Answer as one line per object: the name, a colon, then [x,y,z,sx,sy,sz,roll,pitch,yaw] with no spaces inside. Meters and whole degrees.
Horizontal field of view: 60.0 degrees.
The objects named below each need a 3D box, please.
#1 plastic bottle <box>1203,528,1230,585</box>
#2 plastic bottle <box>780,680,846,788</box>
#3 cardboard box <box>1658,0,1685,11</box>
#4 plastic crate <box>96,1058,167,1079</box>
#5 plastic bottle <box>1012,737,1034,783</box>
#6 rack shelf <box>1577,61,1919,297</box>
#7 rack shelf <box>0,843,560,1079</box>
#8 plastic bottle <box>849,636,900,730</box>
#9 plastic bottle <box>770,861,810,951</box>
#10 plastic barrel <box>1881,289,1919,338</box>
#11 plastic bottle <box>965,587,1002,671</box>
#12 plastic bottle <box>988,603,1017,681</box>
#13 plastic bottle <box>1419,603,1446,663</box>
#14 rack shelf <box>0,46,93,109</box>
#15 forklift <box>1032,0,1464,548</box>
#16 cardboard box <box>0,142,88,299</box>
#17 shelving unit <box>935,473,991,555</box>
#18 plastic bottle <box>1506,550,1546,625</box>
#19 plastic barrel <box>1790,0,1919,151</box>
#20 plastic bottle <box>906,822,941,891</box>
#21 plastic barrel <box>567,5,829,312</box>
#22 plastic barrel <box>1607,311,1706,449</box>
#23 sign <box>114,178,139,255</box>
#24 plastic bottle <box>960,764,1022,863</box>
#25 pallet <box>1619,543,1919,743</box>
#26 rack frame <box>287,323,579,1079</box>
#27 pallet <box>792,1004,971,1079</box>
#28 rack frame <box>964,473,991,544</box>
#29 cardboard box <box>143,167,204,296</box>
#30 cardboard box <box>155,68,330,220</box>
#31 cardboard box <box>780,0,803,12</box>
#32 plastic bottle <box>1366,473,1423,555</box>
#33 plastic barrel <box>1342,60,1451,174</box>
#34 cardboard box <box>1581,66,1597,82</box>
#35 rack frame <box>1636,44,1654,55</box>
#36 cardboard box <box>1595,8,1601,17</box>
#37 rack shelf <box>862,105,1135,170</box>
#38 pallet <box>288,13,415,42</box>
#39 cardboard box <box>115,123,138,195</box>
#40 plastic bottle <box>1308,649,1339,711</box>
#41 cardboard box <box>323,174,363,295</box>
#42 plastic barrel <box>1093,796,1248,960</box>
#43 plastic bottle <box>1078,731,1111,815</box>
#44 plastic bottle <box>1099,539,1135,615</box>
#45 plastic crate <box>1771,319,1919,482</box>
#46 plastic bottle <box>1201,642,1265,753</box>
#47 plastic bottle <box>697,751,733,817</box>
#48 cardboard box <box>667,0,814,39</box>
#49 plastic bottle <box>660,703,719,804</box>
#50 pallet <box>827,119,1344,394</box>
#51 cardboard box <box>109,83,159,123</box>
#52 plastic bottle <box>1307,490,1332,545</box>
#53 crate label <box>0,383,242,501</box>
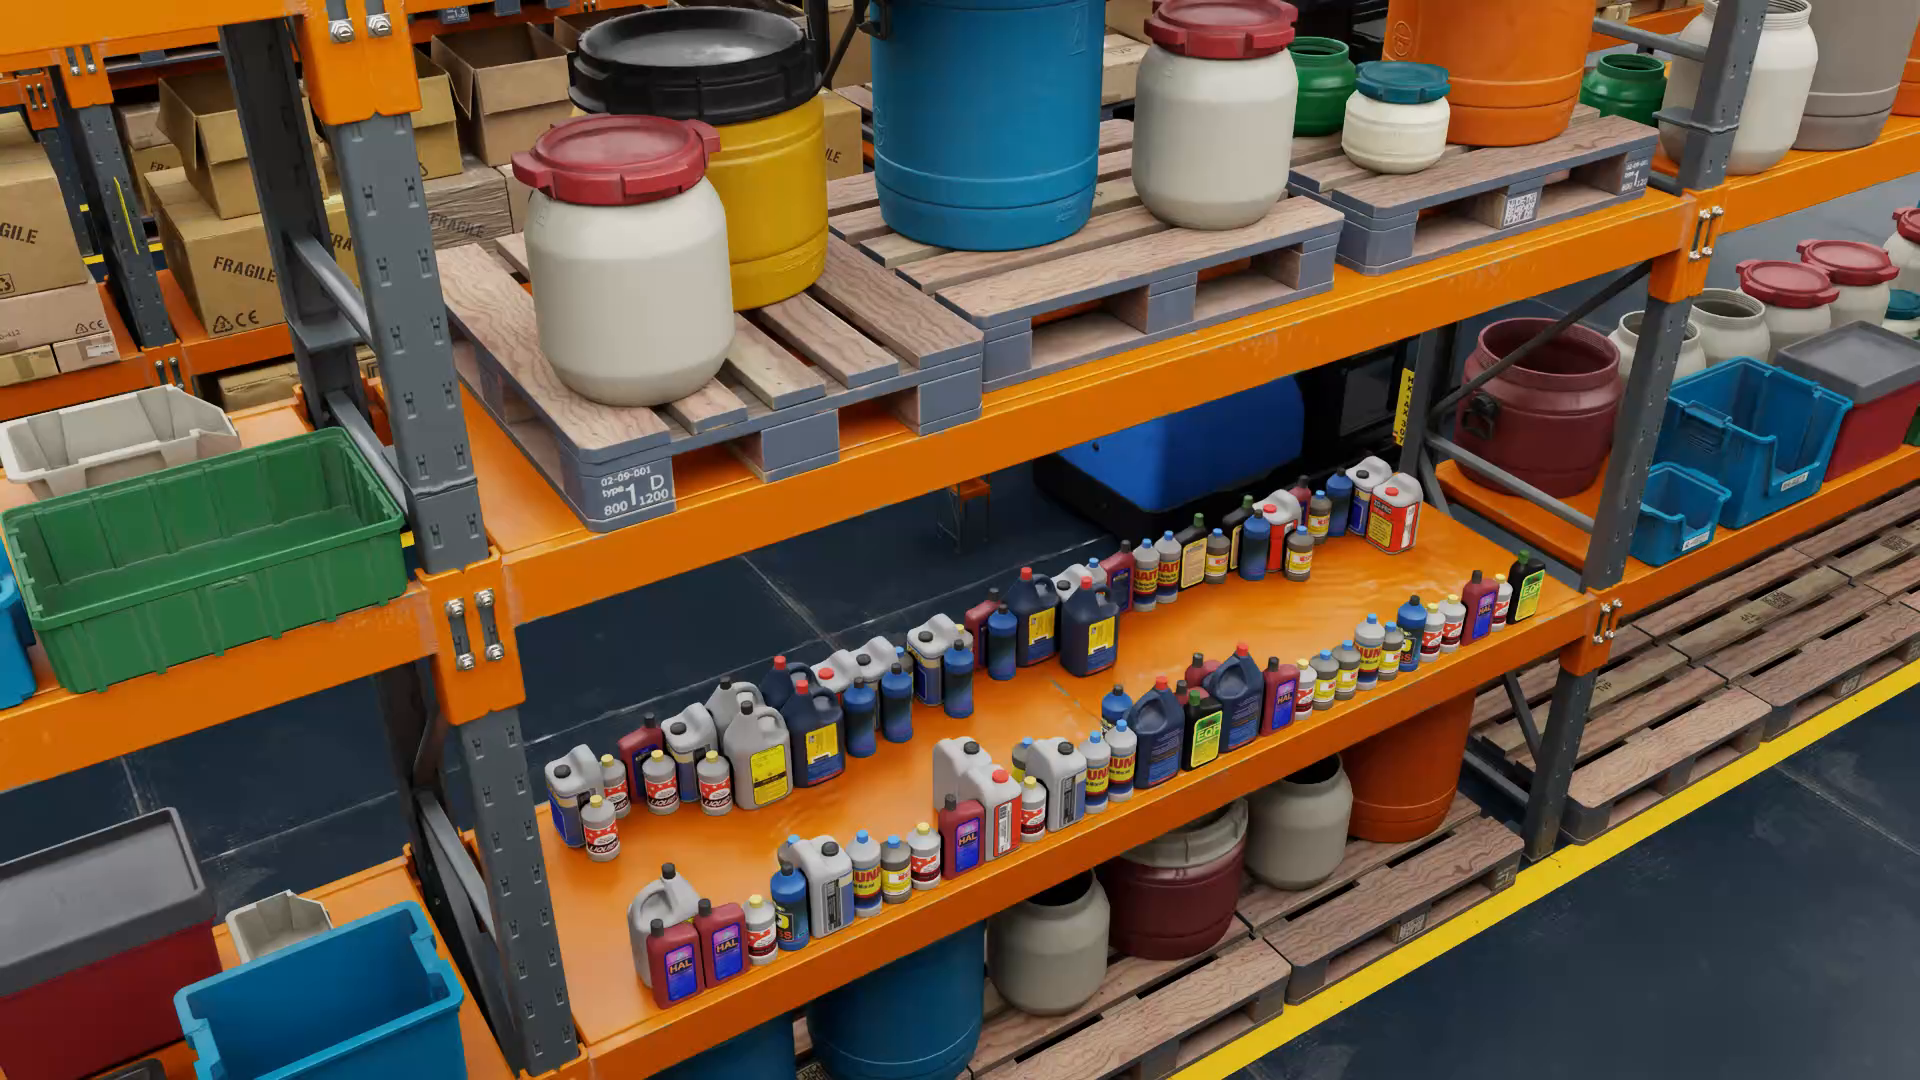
plastic bottle: [0.928,0.052,6.043,0.097,0.201,0.097,0,32,0]
plastic bottle: [-0.453,0.570,5.081,0.185,0.351,0.144,-19,37,-27]
cardboard box: [5.382,-4.226,12.873,0.250,0.149,0.380,-19,37,-27]
plastic crate: [-2.077,1.485,3.785,0.590,0.125,0.437,-19,37,-27]
plastic bottle: [0.204,0.686,5.037,0.097,0.201,0.097,0,32,0]
rack shelf: [3.761,-1.748,6.573,4.000,0.370,1.077,-19,37,-27]
rack shelf: [-2.963,1.833,3.707,4.000,0.370,1.077,-19,37,-27]
plastic bottle: [-0.282,0.454,5.336,0.135,0.276,0.152,-19,37,-27]
plastic bottle: [-0.461,0.982,4.503,0.097,0.271,0.097,0,32,0]
plastic barrel: [4.247,-0.990,7.637,0.301,0.262,0.301,0,32,0]
plastic bottle: [0.083,0.296,5.578,0.133,0.283,0.061,-19,37,-27]
plastic bottle: [0.141,0.331,5.534,0.097,0.271,0.097,0,32,0]
plastic bottle: [1.589,0.306,5.639,0.097,0.201,0.097,0,32,0]
rack shelf: [-5.646,-1.657,6.428,4.000,0.370,1.077,-19,37,-27]
forklift: [1.891,-1.791,8.841,3.031,2.935,1.130,-21,38,-29]
cardboard box: [-4.207,-1.397,7.313,0.500,0.500,0.500,-18,36,-26]
shelving unit: [0.012,-0.512,8.437,0.189,1.200,0.258,-19,37,-27]
plastic bottle: [1.971,0.152,5.807,0.133,0.283,0.061,-19,37,-27]
plastic barrel: [2.888,-1.827,5.553,0.600,0.901,0.600,0,32,0]
plastic bottle: [-0.103,0.888,4.717,0.097,0.201,0.097,0,32,0]
plastic barrel: [-0.625,-0.930,4.032,0.600,0.588,0.600,0,32,0]
plastic barrel: [2.829,-0.646,6.858,0.421,0.512,0.421,0,32,0]
sign: [-3.663,-1.422,7.307,0.005,0.325,0.100,-19,37,-27]
plastic bottle: [0.092,0.772,4.831,0.135,0.276,0.152,-19,37,-27]
pallet: [3.777,0.416,7.892,1.213,0.211,1.003,-19,37,-27]
rack frame: [-1.282,0.950,4.432,0.127,3.000,1.000,-19,37,-27]
pallet: [-0.611,1.925,5.500,1.213,0.211,1.003,-19,37,-27]
rack frame: [0.089,-0.538,8.478,0.006,1.200,0.240,-19,37,-27]
cardboard box: [-3.720,-1.571,8.335,0.500,0.500,0.500,-19,37,-27]
cardboard box: [-3.433,-1.926,7.957,0.637,0.503,0.797,-20,37,-28]
cardboard box: [-1.912,-4.296,14.465,0.750,0.750,1.050,-18,37,-27]
plastic bottle: [1.624,-0.105,6.221,0.135,0.276,0.152,-19,37,-27]
plastic barrel: [1.258,-1.218,4.794,0.301,0.262,0.301,0,32,0]
cardboard box: [5.103,-3.499,13.434,0.500,0.500,0.500,-10,33,-15]
rack frame: [6.121,-4.740,13.452,0.127,3.000,1.000,-19,37,-27]
cardboard box: [4.541,-3.936,12.414,0.250,0.149,0.380,-19,37,-27]
rack shelf: [1.078,-2.701,10.894,4.000,0.370,1.077,-19,37,-27]
pallet: [-4.847,-4.009,12.473,1.213,0.211,1.003,-19,37,-27]
cardboard box: [-6.082,-2.971,12.598,0.500,0.500,0.500,-20,37,-28]
plastic bottle: [1.180,0.447,5.416,0.097,0.201,0.097,0,32,0]
cardboard box: [-3.021,-1.480,8.190,0.500,0.500,0.500,-19,37,-27]
plastic barrel: [0.729,1.112,6.042,0.708,0.588,0.600,-19,37,-27]
plastic bottle: [0.399,0.686,4.972,0.097,0.271,0.097,0,32,0]
plastic bottle: [0.545,0.137,5.831,0.133,0.283,0.061,-19,37,-27]
plastic crate: [3.604,-0.563,6.771,0.583,0.464,0.402,-19,37,-27]
plastic bottle: [0.854,0.481,5.222,0.185,0.351,0.144,-19,37,-27]
plastic bottle: [-0.735,0.720,4.983,0.097,0.201,0.097,0,32,0]
cardboard box: [-1.227,-2.689,9.168,0.637,0.503,0.797,-18,36,-26]
plastic bottle: [-0.819,0.638,5.043,0.135,0.276,0.152,-19,37,-27]
pallet: [0.276,-0.838,4.633,1.213,0.211,1.003,-19,37,-27]
cardboard box: [-6.079,-3.290,12.401,0.500,0.250,0.500,-20,37,-29]
plastic bottle: [1.347,-0.092,6.271,0.097,0.201,0.097,0,32,0]
crate label: [-1.850,-0.195,3.683,0.466,0.136,0.293,-19,37,-27]
